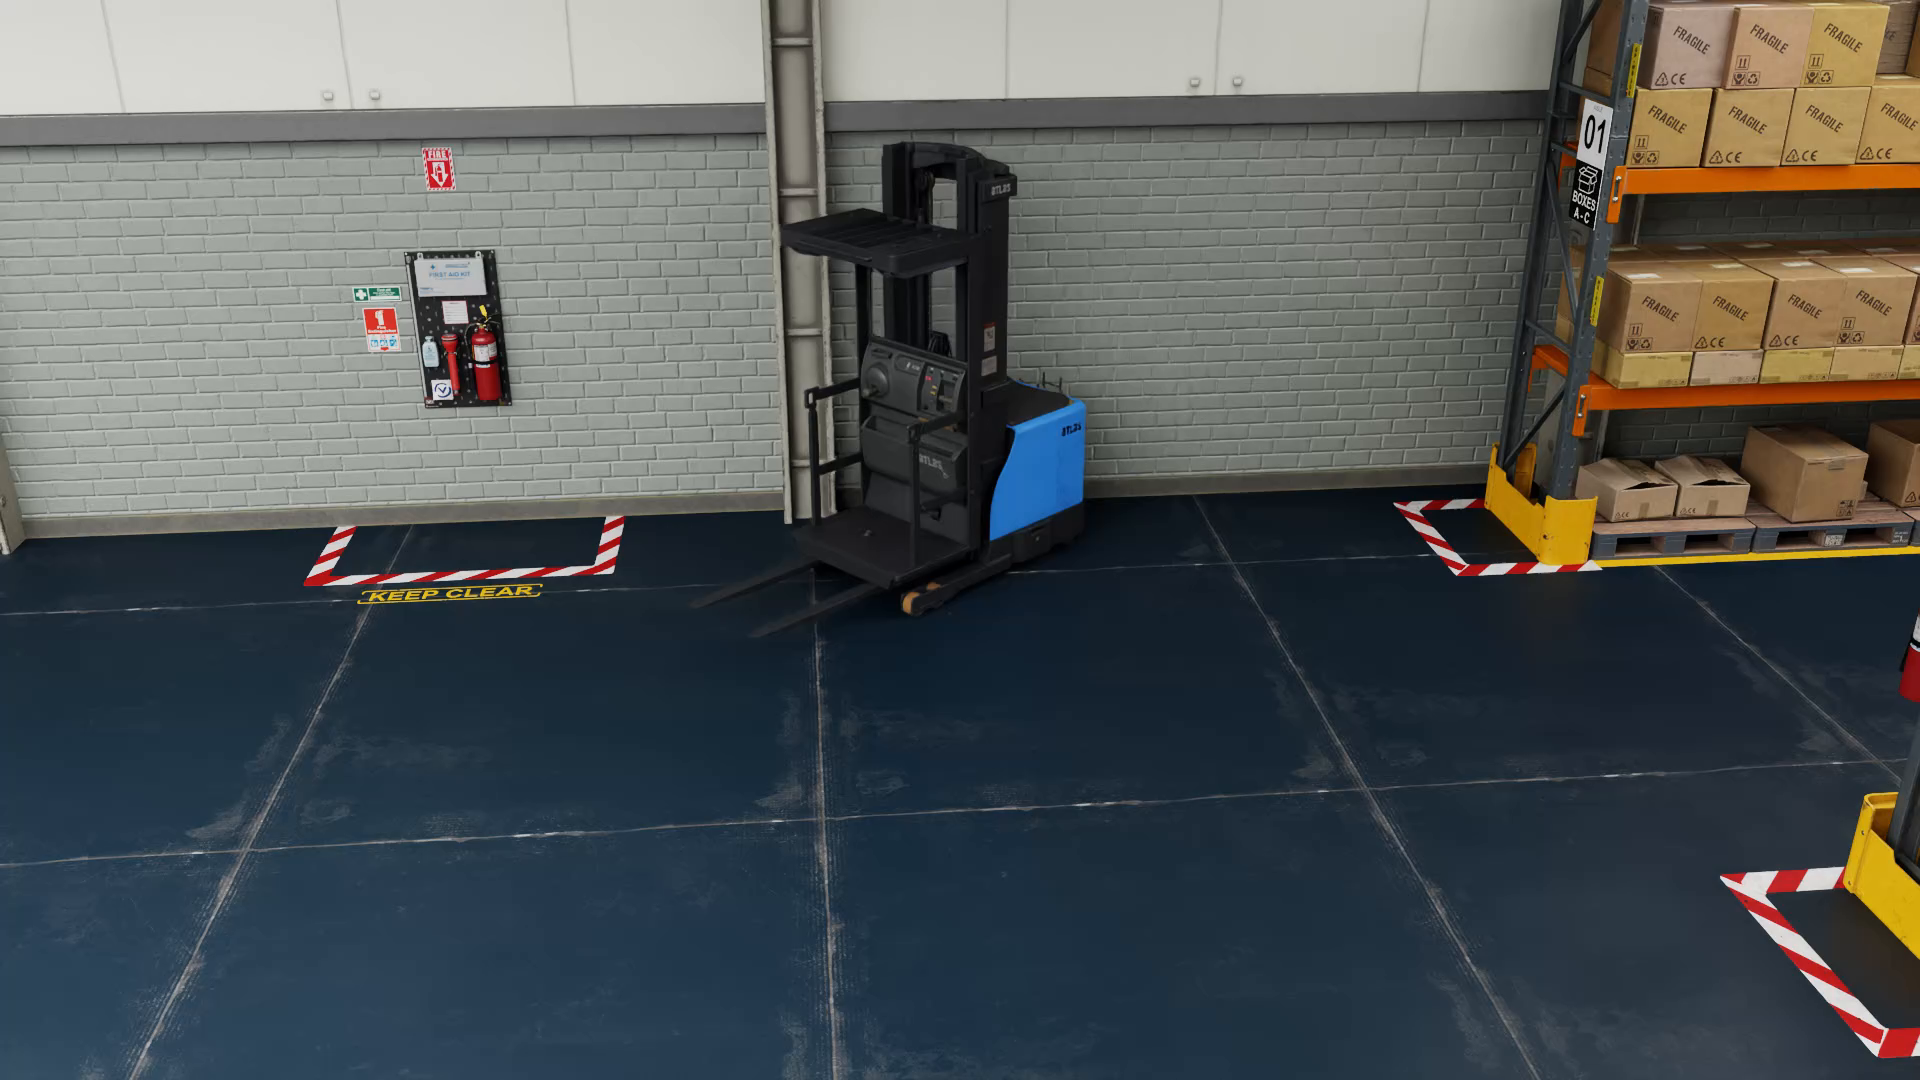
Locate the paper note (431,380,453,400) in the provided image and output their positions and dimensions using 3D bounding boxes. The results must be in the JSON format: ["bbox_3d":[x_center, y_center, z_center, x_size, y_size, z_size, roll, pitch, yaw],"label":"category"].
[{"bbox_3d":[-3.790,-1.099,12.174,0.142,0.148,0.016,-2,24,-5],"label":"paper note"}]

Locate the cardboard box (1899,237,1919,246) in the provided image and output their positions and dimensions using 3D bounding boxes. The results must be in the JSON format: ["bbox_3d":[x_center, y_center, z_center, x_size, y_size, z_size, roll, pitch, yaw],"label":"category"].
[{"bbox_3d":[7.193,-1.915,12.163,0.500,0.500,0.500,-2,24,-5],"label":"cardboard box"}]

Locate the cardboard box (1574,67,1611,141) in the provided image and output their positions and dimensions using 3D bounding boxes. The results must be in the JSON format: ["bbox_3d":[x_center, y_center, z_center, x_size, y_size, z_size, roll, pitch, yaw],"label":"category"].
[{"bbox_3d":[4.606,-2.970,11.459,0.500,0.500,0.500,-1,24,-1],"label":"cardboard box"}]

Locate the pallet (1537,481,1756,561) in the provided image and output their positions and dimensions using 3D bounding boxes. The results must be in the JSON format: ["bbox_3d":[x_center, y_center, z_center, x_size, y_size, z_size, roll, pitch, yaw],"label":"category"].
[{"bbox_3d":[5.103,-0.173,12.439,1.213,0.211,1.003,-2,24,-5],"label":"pallet"}]

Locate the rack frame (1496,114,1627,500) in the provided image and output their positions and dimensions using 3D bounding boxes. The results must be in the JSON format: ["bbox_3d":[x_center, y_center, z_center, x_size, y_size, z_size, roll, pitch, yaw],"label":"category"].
[{"bbox_3d":[4.216,-1.426,11.825,0.127,3.000,1.000,-2,24,-5],"label":"rack frame"}]

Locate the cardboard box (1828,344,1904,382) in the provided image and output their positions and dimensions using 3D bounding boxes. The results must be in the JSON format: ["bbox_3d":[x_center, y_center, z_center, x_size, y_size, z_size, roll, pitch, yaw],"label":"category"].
[{"bbox_3d":[6.259,-1.321,11.750,0.500,0.250,0.500,-2,24,-5],"label":"cardboard box"}]

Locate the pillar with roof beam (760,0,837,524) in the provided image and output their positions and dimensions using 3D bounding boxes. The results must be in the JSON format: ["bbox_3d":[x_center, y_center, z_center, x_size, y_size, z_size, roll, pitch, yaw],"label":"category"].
[{"bbox_3d":[-0.720,-2.565,7.002,0.400,9.000,9.100,-2,24,-5],"label":"pillar with roof beam"}]

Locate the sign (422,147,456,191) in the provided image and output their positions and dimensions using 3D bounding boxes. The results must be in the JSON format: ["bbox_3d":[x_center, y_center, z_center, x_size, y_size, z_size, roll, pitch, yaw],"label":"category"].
[{"bbox_3d":[-3.624,-2.580,11.567,0.199,0.298,0.001,-2,24,-5],"label":"sign"}]

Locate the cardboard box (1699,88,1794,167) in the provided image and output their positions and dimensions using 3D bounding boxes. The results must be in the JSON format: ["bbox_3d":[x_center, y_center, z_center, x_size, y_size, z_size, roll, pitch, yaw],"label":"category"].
[{"bbox_3d":[5.111,-2.771,11.010,0.500,0.500,0.500,-1,24,-2],"label":"cardboard box"}]

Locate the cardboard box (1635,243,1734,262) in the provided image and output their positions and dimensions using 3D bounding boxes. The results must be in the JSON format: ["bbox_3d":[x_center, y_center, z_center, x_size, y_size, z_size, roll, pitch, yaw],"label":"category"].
[{"bbox_3d":[5.166,-1.830,11.971,0.500,0.500,0.500,-2,24,-4],"label":"cardboard box"}]

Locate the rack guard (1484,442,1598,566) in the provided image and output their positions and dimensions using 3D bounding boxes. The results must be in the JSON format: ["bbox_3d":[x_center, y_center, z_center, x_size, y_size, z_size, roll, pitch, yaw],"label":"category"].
[{"bbox_3d":[4.291,-0.287,12.339,0.348,0.500,1.175,-2,24,-5],"label":"rack guard"}]

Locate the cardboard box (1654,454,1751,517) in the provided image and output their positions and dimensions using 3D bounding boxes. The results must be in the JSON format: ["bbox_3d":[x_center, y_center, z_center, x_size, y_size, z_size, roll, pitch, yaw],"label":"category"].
[{"bbox_3d":[5.481,-0.412,12.313,0.500,0.311,0.500,0,24,-1],"label":"cardboard box"}]

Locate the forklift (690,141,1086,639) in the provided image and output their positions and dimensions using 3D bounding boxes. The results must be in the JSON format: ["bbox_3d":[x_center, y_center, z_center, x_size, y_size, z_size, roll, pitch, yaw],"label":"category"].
[{"bbox_3d":[-0.466,-1.060,11.087,1.130,2.935,3.031,21,32,39],"label":"forklift"}]

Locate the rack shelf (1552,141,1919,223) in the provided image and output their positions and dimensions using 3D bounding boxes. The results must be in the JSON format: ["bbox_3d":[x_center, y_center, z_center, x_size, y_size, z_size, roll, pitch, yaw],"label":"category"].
[{"bbox_3d":[6.206,-2.548,11.541,4.000,0.370,1.077,-2,24,-5],"label":"rack shelf"}]

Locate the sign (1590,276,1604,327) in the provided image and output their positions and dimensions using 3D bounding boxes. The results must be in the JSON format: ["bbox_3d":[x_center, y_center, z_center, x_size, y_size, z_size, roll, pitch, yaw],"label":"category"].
[{"bbox_3d":[4.269,-1.602,11.156,0.005,0.325,0.100,-2,24,-5],"label":"sign"}]

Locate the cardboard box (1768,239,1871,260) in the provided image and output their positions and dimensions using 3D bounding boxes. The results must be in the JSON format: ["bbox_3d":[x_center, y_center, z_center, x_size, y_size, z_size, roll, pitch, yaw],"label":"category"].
[{"bbox_3d":[6.181,-1.872,12.066,0.500,0.500,0.500,-2,24,-4],"label":"cardboard box"}]

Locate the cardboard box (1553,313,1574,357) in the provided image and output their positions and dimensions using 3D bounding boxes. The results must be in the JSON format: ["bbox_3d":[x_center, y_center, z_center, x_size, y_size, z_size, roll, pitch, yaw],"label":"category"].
[{"bbox_3d":[4.662,-1.463,12.070,0.500,0.250,0.500,-2,24,-4],"label":"cardboard box"}]

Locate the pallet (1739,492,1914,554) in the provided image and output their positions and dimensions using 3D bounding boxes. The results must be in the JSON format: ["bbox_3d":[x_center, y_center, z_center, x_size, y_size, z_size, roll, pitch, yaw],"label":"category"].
[{"bbox_3d":[6.315,-0.220,12.546,1.213,0.211,1.003,-2,24,-5],"label":"pallet"}]

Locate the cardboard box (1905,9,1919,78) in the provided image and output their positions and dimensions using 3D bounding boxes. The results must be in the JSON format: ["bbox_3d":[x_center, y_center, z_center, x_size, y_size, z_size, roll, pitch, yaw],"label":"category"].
[{"bbox_3d":[6.661,-3.287,10.941,0.500,0.500,0.500,-3,24,-7],"label":"cardboard box"}]

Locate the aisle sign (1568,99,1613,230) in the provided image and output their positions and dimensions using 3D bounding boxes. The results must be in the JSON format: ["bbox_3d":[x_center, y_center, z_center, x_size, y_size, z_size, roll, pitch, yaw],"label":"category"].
[{"bbox_3d":[4.174,-2.490,11.018,0.004,0.787,0.394,-2,24,-5],"label":"aisle sign"}]

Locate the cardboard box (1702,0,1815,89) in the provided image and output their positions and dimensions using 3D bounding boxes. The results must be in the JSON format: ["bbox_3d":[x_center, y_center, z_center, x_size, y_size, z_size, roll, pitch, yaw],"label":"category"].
[{"bbox_3d":[5.127,-3.225,10.801,0.500,0.500,0.500,-3,24,-6],"label":"cardboard box"}]

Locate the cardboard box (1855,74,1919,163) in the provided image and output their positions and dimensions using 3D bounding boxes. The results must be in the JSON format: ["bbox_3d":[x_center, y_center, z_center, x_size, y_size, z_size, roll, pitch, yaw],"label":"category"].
[{"bbox_3d":[6.159,-2.823,11.127,0.500,0.500,0.500,-1,24,-2],"label":"cardboard box"}]

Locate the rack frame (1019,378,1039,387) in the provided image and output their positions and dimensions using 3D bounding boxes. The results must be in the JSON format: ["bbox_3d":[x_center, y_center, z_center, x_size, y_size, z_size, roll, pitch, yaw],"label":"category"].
[{"bbox_3d":[0.506,-0.696,12.567,0.008,1.050,0.200,-19,30,-38],"label":"rack frame"}]

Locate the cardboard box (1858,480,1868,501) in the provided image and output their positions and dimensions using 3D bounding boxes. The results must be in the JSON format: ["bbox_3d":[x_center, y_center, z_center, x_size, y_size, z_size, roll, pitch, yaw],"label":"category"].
[{"bbox_3d":[6.603,-0.428,12.548,0.250,0.149,0.380,-4,24,-9],"label":"cardboard box"}]

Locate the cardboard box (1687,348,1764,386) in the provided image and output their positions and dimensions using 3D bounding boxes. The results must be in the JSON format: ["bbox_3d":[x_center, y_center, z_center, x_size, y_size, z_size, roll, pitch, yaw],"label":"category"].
[{"bbox_3d":[5.248,-1.284,11.666,0.500,0.250,0.500,-3,24,-7],"label":"cardboard box"}]

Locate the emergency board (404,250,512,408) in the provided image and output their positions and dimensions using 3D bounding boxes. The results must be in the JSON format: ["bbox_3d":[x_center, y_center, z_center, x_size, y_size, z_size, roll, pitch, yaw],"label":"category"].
[{"bbox_3d":[-3.607,-1.481,11.948,0.643,1.169,0.194,-2,24,-5],"label":"emergency board"}]

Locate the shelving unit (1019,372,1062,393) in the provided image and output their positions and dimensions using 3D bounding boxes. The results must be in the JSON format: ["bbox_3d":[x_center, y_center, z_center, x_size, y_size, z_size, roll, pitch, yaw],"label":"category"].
[{"bbox_3d":[0.597,-0.726,12.643,0.252,1.050,0.215,-19,30,-38],"label":"shelving unit"}]

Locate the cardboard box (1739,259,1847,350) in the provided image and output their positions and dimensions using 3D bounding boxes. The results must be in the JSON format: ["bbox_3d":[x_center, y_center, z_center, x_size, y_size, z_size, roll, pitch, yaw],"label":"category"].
[{"bbox_3d":[5.728,-1.640,11.544,0.500,0.500,0.500,-3,24,-7],"label":"cardboard box"}]

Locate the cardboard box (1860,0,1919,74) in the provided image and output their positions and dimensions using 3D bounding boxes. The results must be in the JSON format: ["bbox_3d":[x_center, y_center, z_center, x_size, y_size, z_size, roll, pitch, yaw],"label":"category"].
[{"bbox_3d":[6.155,-3.485,11.386,0.500,0.500,0.500,-2,24,-5],"label":"cardboard box"}]

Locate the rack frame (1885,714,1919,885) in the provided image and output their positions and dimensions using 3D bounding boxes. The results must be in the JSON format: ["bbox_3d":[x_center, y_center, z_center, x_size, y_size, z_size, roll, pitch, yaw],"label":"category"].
[{"bbox_3d":[4.706,0.576,7.320,0.127,3.000,1.000,-2,24,-5],"label":"rack frame"}]

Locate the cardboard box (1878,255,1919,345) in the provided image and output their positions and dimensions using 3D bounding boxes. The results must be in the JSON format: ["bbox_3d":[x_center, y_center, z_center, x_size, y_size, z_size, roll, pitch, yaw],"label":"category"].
[{"bbox_3d":[6.758,-1.687,11.649,0.500,0.500,0.500,-3,24,-7],"label":"cardboard box"}]

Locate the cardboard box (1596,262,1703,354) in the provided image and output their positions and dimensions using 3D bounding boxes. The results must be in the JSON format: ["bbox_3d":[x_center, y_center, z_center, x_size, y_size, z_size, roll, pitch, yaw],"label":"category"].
[{"bbox_3d":[4.720,-1.607,11.468,0.500,0.500,0.500,-2,24,-5],"label":"cardboard box"}]
